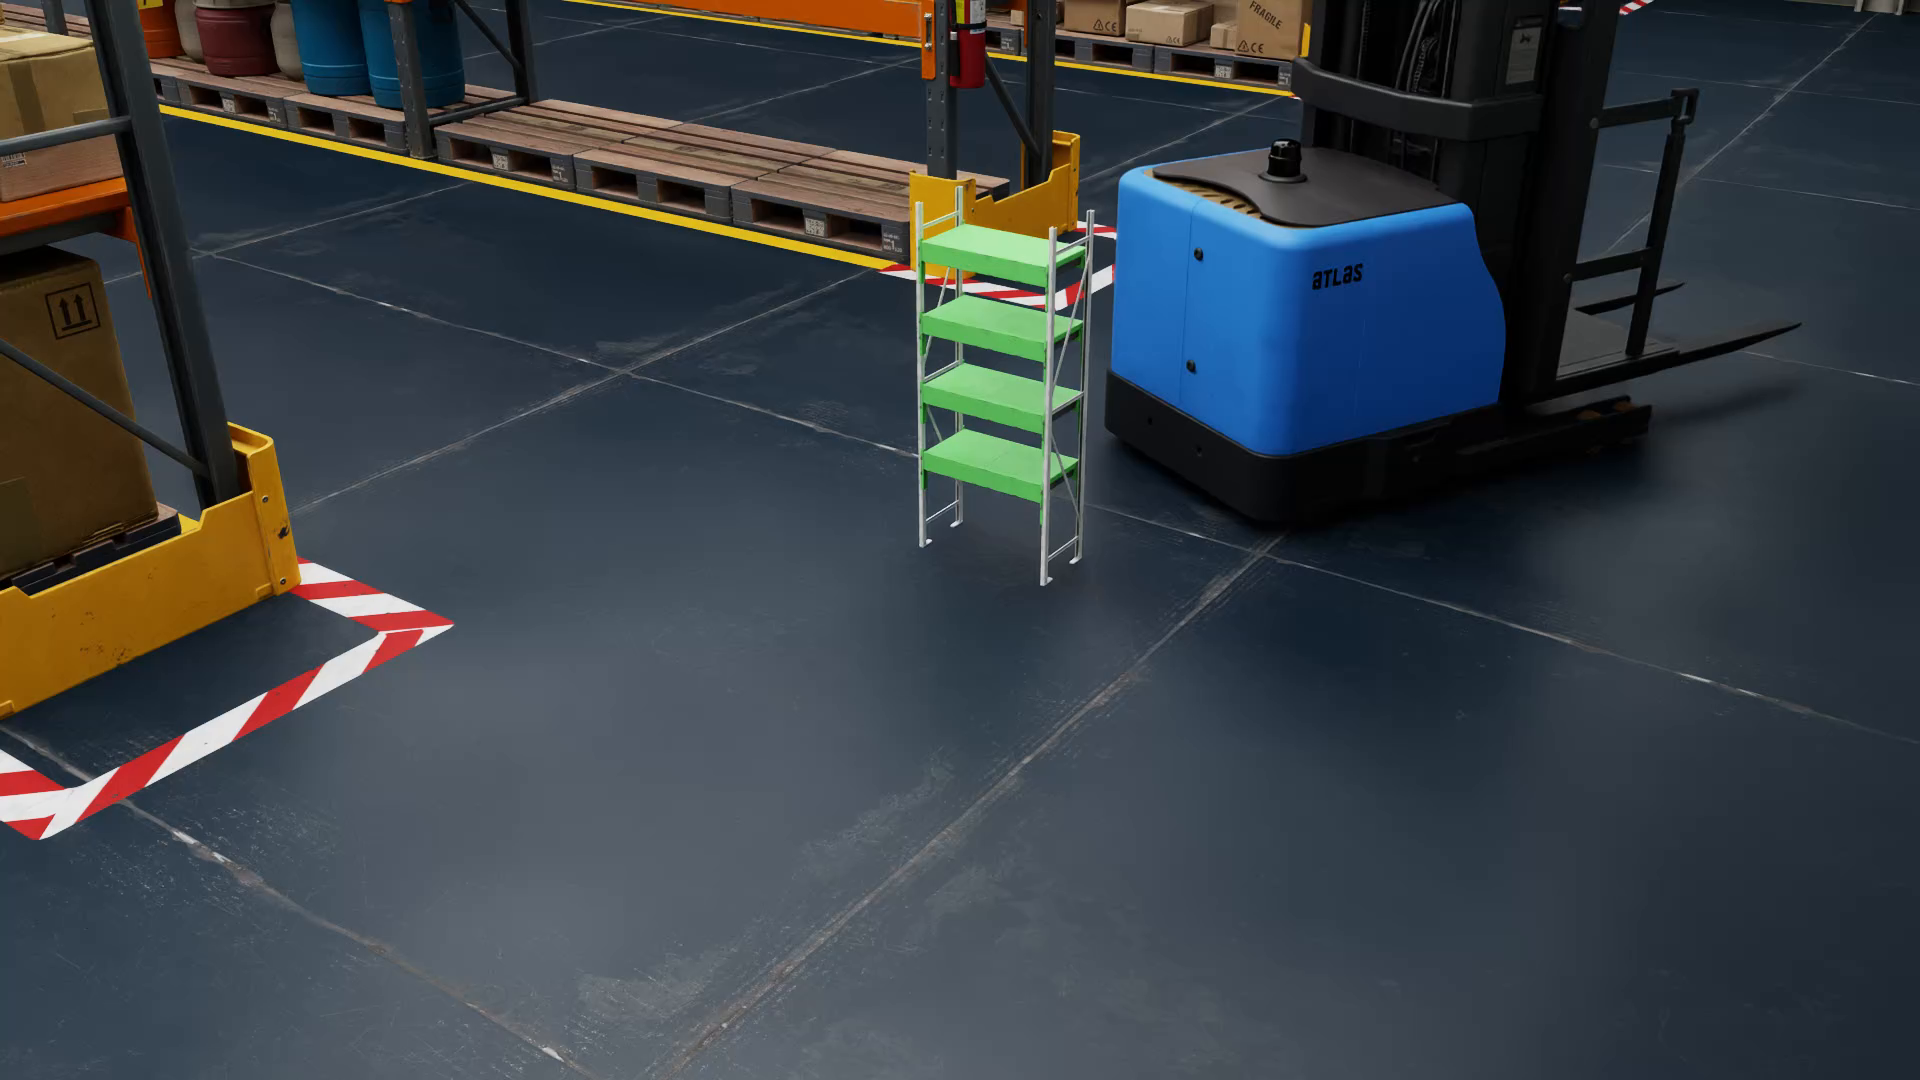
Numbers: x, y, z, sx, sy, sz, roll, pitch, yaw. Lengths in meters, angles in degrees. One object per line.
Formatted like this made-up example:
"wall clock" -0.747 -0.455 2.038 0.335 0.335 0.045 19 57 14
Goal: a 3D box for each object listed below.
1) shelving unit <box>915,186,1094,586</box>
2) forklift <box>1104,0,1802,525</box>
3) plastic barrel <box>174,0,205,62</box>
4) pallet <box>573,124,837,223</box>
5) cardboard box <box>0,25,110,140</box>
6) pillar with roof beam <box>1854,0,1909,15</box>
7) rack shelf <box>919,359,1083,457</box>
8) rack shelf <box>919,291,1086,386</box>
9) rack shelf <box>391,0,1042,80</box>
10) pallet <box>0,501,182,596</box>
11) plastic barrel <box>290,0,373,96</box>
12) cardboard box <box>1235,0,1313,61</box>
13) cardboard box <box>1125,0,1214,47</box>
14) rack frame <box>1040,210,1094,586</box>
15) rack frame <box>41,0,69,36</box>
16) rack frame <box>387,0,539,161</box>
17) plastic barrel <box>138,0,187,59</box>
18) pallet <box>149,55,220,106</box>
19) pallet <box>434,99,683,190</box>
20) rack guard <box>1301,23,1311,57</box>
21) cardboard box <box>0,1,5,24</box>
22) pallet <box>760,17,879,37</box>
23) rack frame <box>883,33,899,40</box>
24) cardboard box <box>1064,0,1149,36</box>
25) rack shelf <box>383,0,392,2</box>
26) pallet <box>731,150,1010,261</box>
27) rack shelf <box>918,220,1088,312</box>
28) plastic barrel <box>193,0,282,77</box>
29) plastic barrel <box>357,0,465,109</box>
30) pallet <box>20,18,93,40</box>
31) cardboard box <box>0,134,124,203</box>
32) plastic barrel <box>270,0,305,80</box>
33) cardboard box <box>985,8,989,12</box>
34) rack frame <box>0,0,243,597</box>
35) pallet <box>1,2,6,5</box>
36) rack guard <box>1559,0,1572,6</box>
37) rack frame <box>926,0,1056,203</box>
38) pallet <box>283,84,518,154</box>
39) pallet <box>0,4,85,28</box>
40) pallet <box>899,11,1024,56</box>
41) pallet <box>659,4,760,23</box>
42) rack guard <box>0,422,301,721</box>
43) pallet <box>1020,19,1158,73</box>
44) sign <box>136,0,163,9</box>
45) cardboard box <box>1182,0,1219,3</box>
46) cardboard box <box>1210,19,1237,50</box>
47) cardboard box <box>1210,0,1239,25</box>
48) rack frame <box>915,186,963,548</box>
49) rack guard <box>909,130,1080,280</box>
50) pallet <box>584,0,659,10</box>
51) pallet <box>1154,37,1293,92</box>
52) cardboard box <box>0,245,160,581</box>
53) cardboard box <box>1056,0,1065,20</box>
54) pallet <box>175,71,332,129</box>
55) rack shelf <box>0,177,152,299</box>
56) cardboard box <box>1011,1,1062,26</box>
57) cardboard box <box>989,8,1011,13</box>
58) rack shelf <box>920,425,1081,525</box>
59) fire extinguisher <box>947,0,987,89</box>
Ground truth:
"shelving unit" 0.136 -0.492 5.394 0.503 1.200 0.258 17 32 30
"forklift" 2.101 -1.830 6.115 3.031 2.935 1.130 -14 30 -26
"plastic barrel" -5.498 -3.787 12.164 0.421 0.512 0.421 0 27 0
"pallet" -1.492 -2.182 9.805 1.213 0.211 1.003 17 32 30
"cardboard box" -2.879 -1.323 4.881 0.500 0.250 0.500 16 31 29
"pillar with roof beam" 6.055 -7.283 10.140 0.400 9.000 9.100 17 32 30
"rack shelf" 0.136 -0.435 5.423 0.480 0.148 0.258 17 32 30
"rack shelf" 0.136 -0.649 5.314 0.480 0.148 0.258 17 32 30
"rack shelf" -1.481 -3.078 9.284 4.000 0.370 1.077 17 32 30
"pallet" -3.340 0.033 5.452 1.213 0.211 1.003 17 32 30
"plastic barrel" -4.152 -3.492 11.155 0.708 0.901 0.600 17 32 30
"cardboard box" 2.388 -3.866 12.310 0.500 0.500 0.500 17 32 30
"cardboard box" 1.622 -4.009 12.868 0.500 0.250 0.500 17 32 30
"rack frame" 0.338 -0.430 5.271 0.015 1.200 0.240 17 32 30
"rack frame" -6.427 -4.939 12.149 0.127 3.000 1.000 17 32 30
"rack frame" -3.129 -3.912 10.130 0.127 3.000 1.000 17 32 30
"plastic barrel" -6.014 -4.040 12.311 0.708 0.830 0.600 17 32 30
"pallet" -5.753 -3.510 12.414 1.213 0.211 1.003 17 32 30
"pallet" -2.501 -2.495 10.420 1.213 0.211 1.003 17 32 30
"rack guard" 2.913 -3.642 12.354 0.348 0.500 1.175 17 32 30
"cardboard box" -3.291 -1.786 4.963 0.500 0.500 0.500 16 31 29
"pallet" -1.014 -4.715 14.783 1.213 0.211 1.003 17 32 30
"rack frame" -0.322 -5.763 13.767 0.127 3.000 1.000 17 32 30
"cardboard box" 1.230 -4.366 13.290 0.637 0.503 0.797 17 32 30
"rack shelf" -4.778 -4.105 11.303 4.000 0.370 1.077 17 32 30
"pallet" -0.490 -1.869 9.189 1.213 0.211 1.003 17 32 30
"rack shelf" 0.136 -0.863 5.206 0.480 0.148 0.258 17 32 30
"plastic barrel" -5.083 -3.643 11.796 0.708 0.588 0.600 17 32 30
"plastic barrel" -3.568 -3.310 10.798 0.708 0.901 0.600 17 32 30
"pallet" -7.043 -3.910 13.201 1.213 0.211 1.003 17 32 30
"cardboard box" -2.742 -1.136 4.952 0.250 0.149 0.380 18 32 31
"plastic barrel" -4.567 -3.497 11.594 0.421 0.512 0.421 0 27 0
"cardboard box" -0.098 -4.572 13.907 0.500 0.311 0.500 17 32 30
"rack frame" -2.636 -1.033 4.473 0.127 3.000 1.000 17 32 30
"pallet" -9.054 -4.537 14.432 1.213 0.211 1.003 17 32 30
"rack guard" 5.797 -5.469 15.945 0.348 0.500 1.175 17 32 30
"rack frame" 0.168 -2.885 8.112 0.127 3.000 1.000 17 32 30
"pallet" -3.742 -2.883 11.183 1.213 0.211 1.003 17 32 30
"pallet" -8.045 -4.224 13.817 1.213 0.211 1.003 17 32 30
"pallet" 0.244 -4.344 14.053 1.213 0.211 1.003 17 32 30
"pallet" -2.024 -5.028 15.398 1.213 0.211 1.003 17 32 30
"rack guard" -2.617 0.087 5.028 0.348 0.500 1.175 17 32 30
"pallet" 1.253 -4.031 13.438 1.213 0.211 1.003 17 32 30
"sign" -2.317 -1.661 4.664 0.005 0.325 0.100 17 32 30
"cardboard box" 1.863 -4.209 13.260 0.500 0.250 0.500 17 32 30
"cardboard box" 2.105 -3.855 12.656 0.250 0.166 0.380 17 32 30
"cardboard box" 2.276 -4.081 13.008 0.500 0.250 0.500 17 32 30
"rack frame" -0.065 -0.555 5.517 0.015 1.200 0.240 17 32 30
"rack guard" 0.195 -1.770 8.676 0.348 0.500 1.175 17 32 30
"pallet" -3.025 -5.342 16.014 1.213 0.211 1.003 17 32 30
"pallet" 2.255 -3.717 12.822 1.213 0.211 1.003 17 32 30
"cardboard box" -3.209 -0.408 5.124 0.875 0.875 0.875 17 32 30
"cardboard box" 0.927 -4.528 13.820 0.500 0.311 0.500 17 32 30
"pallet" -4.752 -3.196 11.798 1.213 0.211 1.003 17 32 30
"rack shelf" -4.285 -1.226 5.646 4.000 0.370 1.077 17 32 30
"cardboard box" 0.620 -4.290 13.510 0.250 0.166 0.380 17 32 30
"cardboard box" 0.308 -4.805 14.155 0.500 0.500 0.500 17 32 30
"rack shelf" 0.136 -0.221 5.532 0.480 0.148 0.258 17 32 30
"fire extinguisher" 0.035 -2.476 7.804 0.183 0.674 0.296 17 32 30
